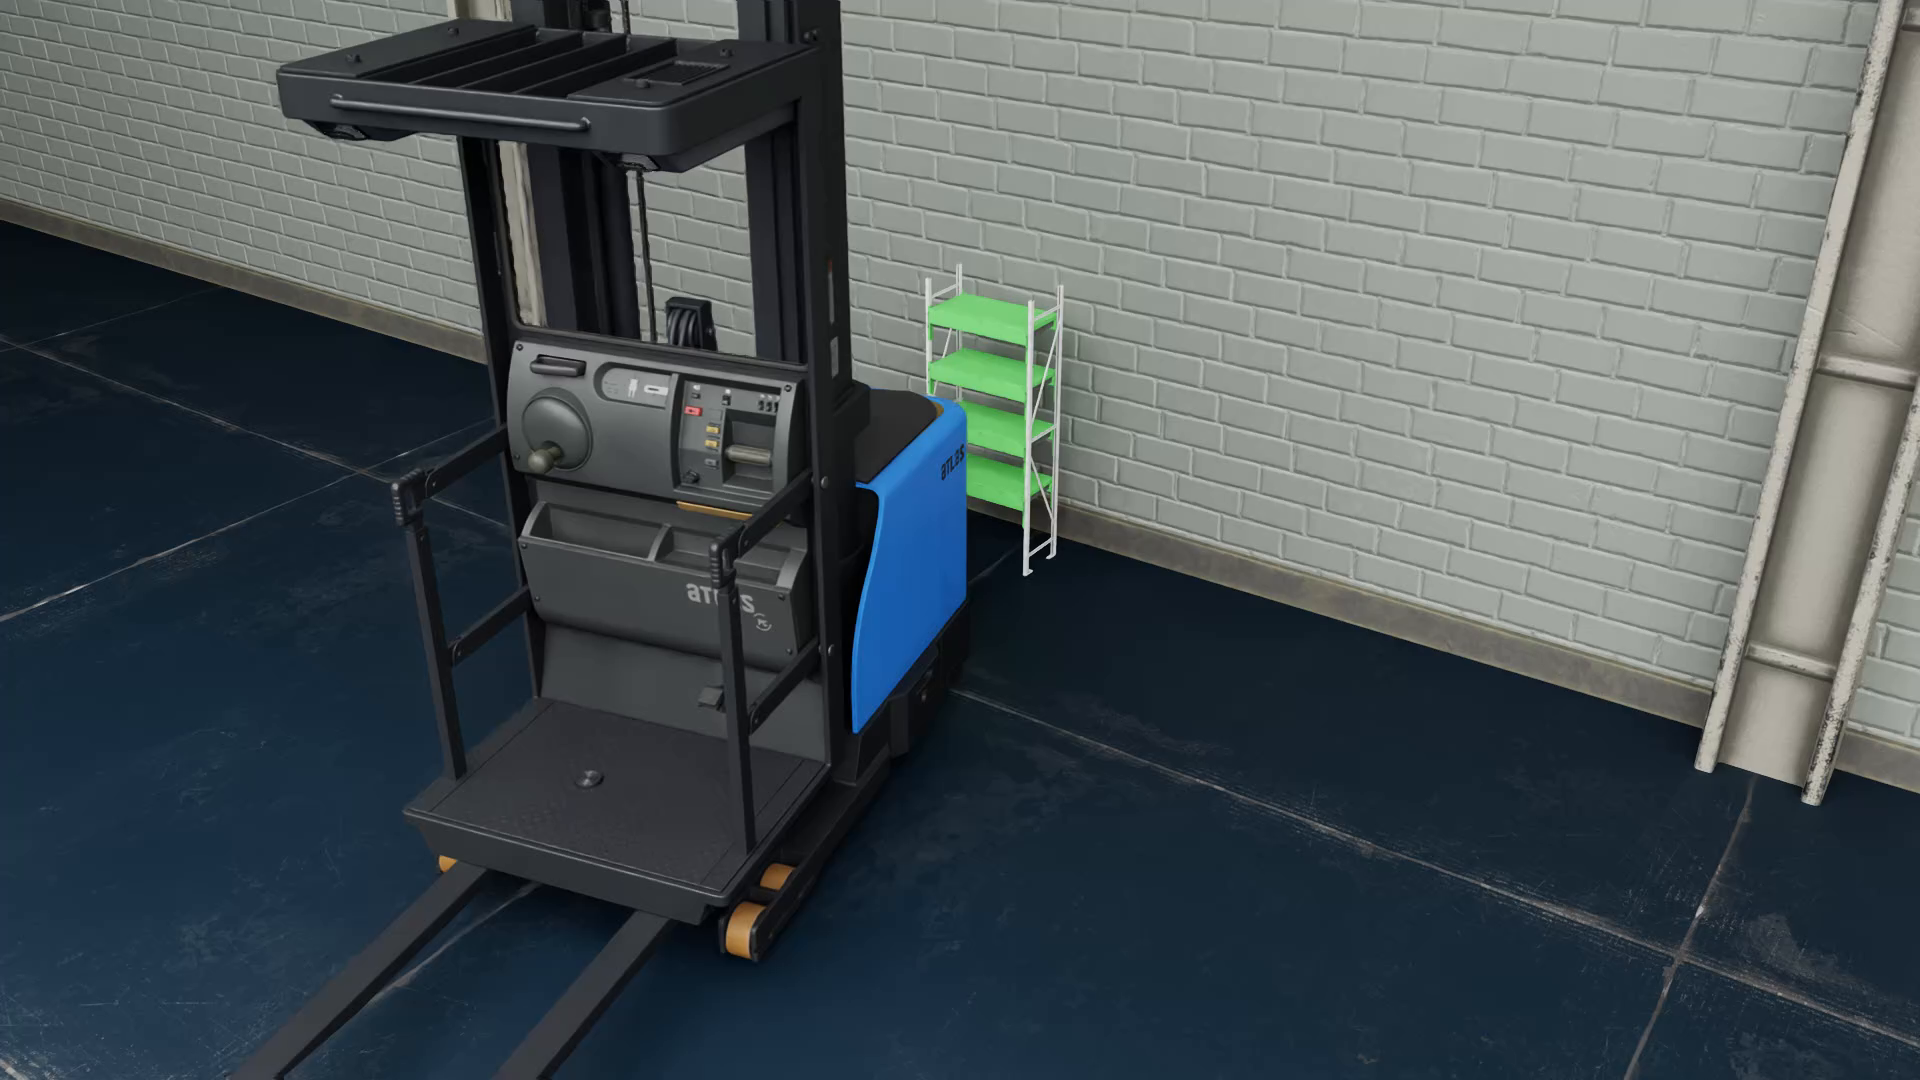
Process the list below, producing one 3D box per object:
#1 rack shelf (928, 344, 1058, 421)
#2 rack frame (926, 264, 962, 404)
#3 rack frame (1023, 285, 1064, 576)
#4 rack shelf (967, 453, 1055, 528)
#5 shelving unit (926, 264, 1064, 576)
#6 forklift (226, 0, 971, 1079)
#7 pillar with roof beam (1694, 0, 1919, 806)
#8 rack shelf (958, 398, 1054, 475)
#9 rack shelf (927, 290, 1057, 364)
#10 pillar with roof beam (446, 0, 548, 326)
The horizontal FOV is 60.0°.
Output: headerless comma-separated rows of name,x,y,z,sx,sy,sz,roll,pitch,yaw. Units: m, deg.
rack shelf,0.136,-0.649,6.814,0.480,0.148,0.258,17,32,30
rack frame,-0.065,-0.555,7.017,0.015,1.200,0.240,17,32,30
rack frame,0.338,-0.430,6.771,0.015,1.200,0.240,17,32,30
rack shelf,0.136,-0.221,7.032,0.480,0.148,0.258,17,32,30
shelving unit,0.136,-0.492,6.894,0.503,1.200,0.258,17,32,30
forklift,-0.971,-0.300,4.607,1.130,2.935,3.031,10,29,19
pillar with roof beam,0.334,-1.625,0.522,0.400,9.000,9.100,17,32,30
rack shelf,0.136,-0.435,6.923,0.480,0.148,0.258,17,32,30
rack shelf,0.136,-0.863,6.706,0.480,0.148,0.258,17,32,30
pillar with roof beam,-4.612,-3.166,3.549,0.400,9.000,9.100,17,32,30
